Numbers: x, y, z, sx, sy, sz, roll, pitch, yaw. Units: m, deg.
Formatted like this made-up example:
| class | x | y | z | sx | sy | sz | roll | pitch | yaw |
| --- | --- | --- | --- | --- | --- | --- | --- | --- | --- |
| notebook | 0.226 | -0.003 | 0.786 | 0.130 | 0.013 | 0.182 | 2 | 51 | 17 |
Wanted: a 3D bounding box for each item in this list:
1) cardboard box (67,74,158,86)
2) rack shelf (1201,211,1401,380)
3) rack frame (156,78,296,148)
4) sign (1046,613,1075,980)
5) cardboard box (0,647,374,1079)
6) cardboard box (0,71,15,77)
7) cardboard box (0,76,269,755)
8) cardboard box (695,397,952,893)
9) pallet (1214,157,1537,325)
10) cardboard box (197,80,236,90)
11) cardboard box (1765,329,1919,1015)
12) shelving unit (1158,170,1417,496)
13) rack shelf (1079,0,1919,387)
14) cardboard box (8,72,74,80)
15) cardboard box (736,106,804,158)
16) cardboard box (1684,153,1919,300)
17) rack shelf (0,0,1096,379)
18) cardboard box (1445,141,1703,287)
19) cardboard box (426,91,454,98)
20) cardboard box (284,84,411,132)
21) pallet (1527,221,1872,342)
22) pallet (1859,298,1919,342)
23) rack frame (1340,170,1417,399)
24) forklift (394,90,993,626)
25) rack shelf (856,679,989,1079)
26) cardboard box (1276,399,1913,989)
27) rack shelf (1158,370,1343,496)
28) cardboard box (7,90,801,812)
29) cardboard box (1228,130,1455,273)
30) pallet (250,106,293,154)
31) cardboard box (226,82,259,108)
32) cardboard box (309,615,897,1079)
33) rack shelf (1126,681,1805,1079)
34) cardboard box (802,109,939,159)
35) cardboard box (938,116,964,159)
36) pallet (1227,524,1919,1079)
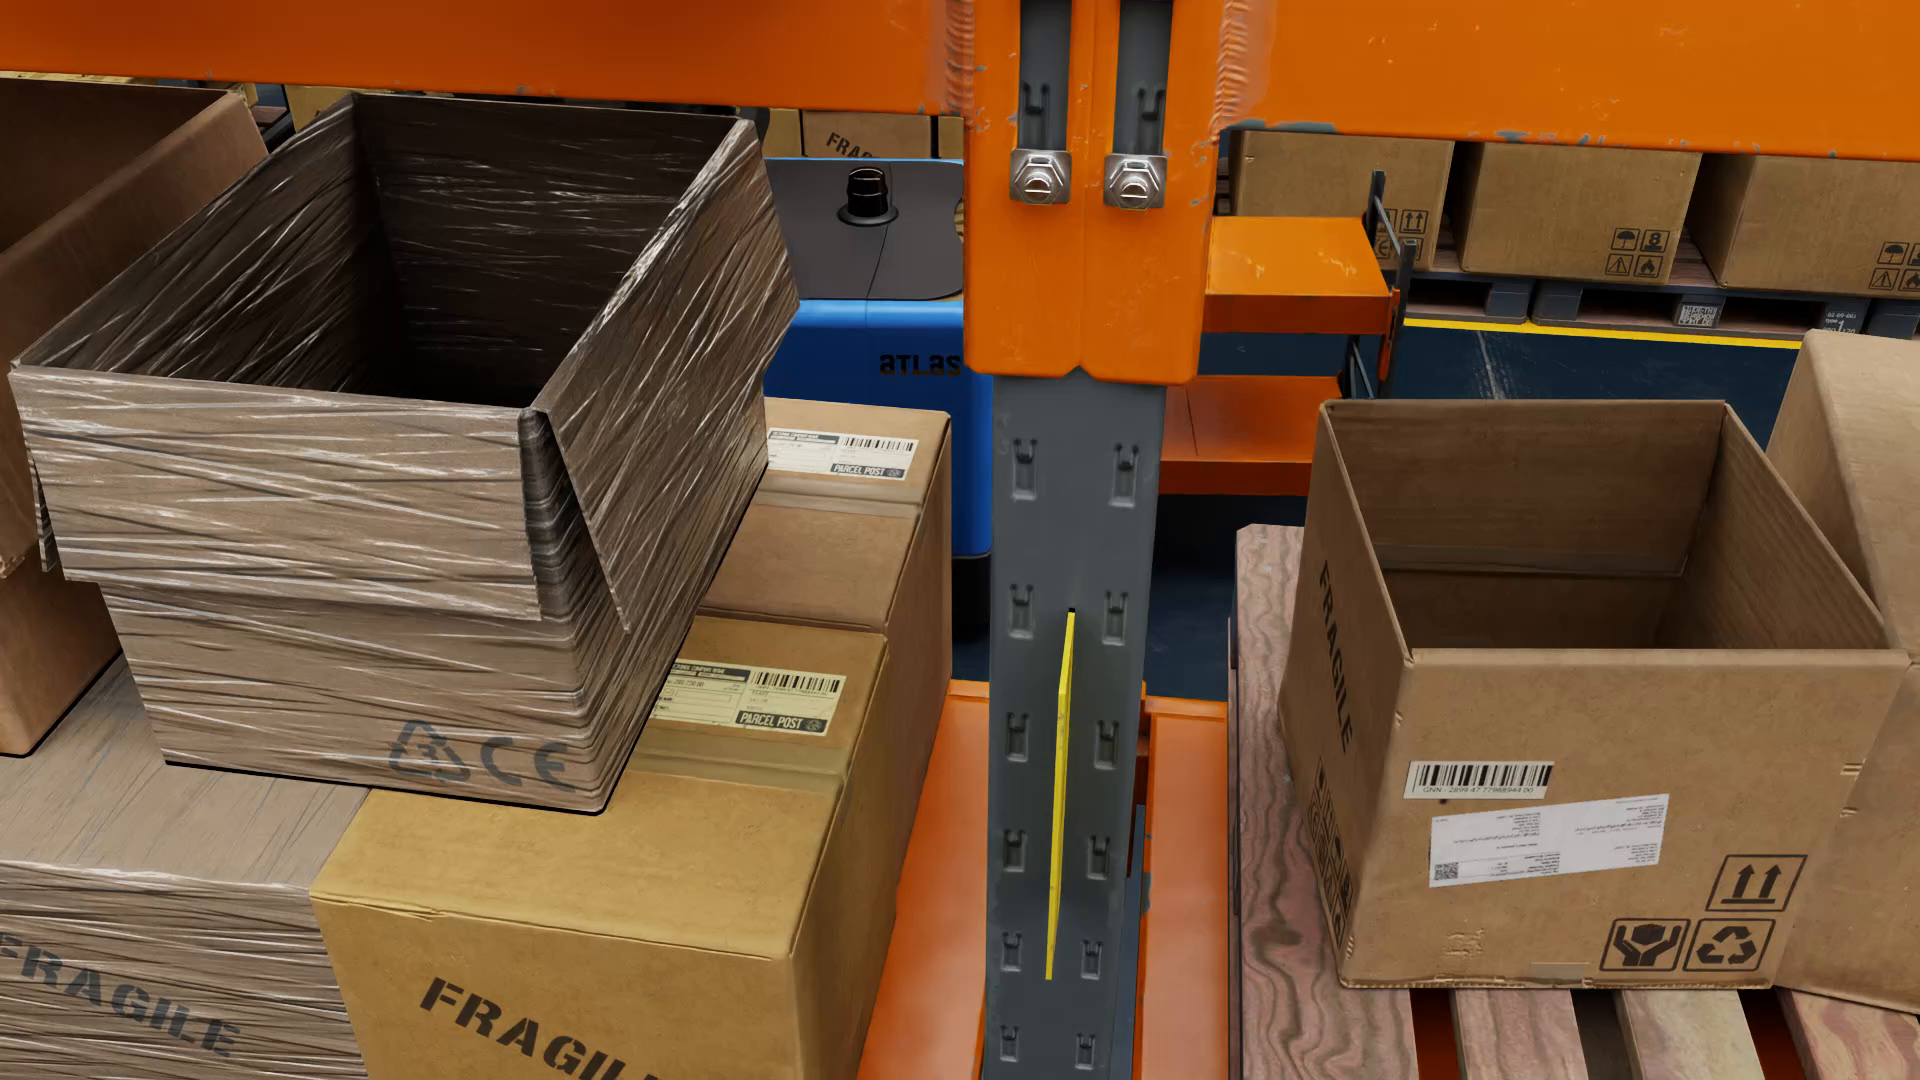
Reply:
| class | x | y | z | sx | sy | sz | roll | pitch | yaw |
| --- | --- | --- | --- | --- | --- | --- | --- | --- | --- |
| cardboard box | -3.472 | -1.908 | 6.921 | 0.250 | 0.149 | 0.380 | 5 | 36 | 7 |
| rack shelf | 0.696 | -0.715 | 4.780 | 1.000 | 0.278 | 0.538 | 1 | 36 | 1 |
| rack frame | -3.086 | -2.778 | 6.561 | 0.127 | 3.000 | 1.000 | 4 | 36 | 6 |
| sign | 0.082 | 0.217 | 1.368 | 0.005 | 0.325 | 0.100 | 4 | 36 | 6 |
| cardboard box | -0.865 | 0.393 | 2.031 | 0.500 | 0.500 | 0.500 | 4 | 36 | 6 |
| cardboard box | -3.978 | -1.918 | 6.936 | 0.250 | 0.149 | 0.380 | 4 | 36 | 6 |
| cardboard box | -1.220 | -0.194 | 1.991 | 0.637 | 0.503 | 0.797 | 5 | 36 | 7 |
| cardboard box | -0.298 | 0.134 | 2.393 | 0.500 | 0.500 | 0.500 | 5 | 36 | 7 |
| pallet | 1.654 | -1.246 | 6.814 | 1.213 | 0.211 | 1.003 | 4 | 36 | 6 |
| cardboard box | -3.405 | -2.121 | 7.477 | 0.250 | 0.149 | 0.380 | 6 | 36 | 8 |
| cardboard box | 1.257 | 0.157 | 2.001 | 0.500 | 0.500 | 0.700 | 9 | 37 | 13 |
| shelving unit | 0.696 | -0.477 | 4.950 | 1.048 | 1.125 | 0.538 | 1 | 36 | 1 |
| rack shelf | 2.133 | -0.412 | 1.283 | 4.000 | 0.370 | 1.077 | 4 | 36 | 6 |
| cardboard box | -3.731 | -1.904 | 6.916 | 0.250 | 0.149 | 0.380 | 5 | 36 | 7 |
| cardboard box | -0.846 | -1.604 | 6.706 | 0.500 | 0.500 | 0.500 | 3 | 36 | 4 |
| cardboard box | 3.265 | -1.509 | 6.358 | 0.750 | 0.750 | 1.050 | 4 | 36 | 6 |
| rack shelf | -1.834 | -0.708 | 1.697 | 4.000 | 0.370 | 1.077 | 4 | 36 | 6 |
| cardboard box | 2.342 | -1.578 | 6.454 | 0.750 | 0.750 | 1.050 | 5 | 36 | 7 |
| cardboard box | -1.862 | -1.686 | 6.821 | 0.500 | 0.500 | 0.500 | 6 | 36 | 8 |
| cardboard box | -2.387 | -1.724 | 6.874 | 0.500 | 0.500 | 0.500 | 6 | 36 | 8 |
| pallet | 2.860 | -1.154 | 6.685 | 1.213 | 0.211 | 1.003 | 4 | 36 | 6 |
| pallet | 4.074 | -1.065 | 6.561 | 1.213 | 0.211 | 1.003 | 4 | 36 | 6 |
| rack frame | 1.204 | -0.469 | 4.939 | 0.032 | 1.125 | 0.500 | 1 | 36 | 1 |
| forklift | -1.371 | -1.214 | 4.428 | 3.031 | 2.935 | 1.130 | 1 | 36 | 1 |
| rack shelf | -1.834 | 0.513 | 2.569 | 4.000 | 0.370 | 1.077 | 4 | 36 | 6 |
| cardboard box | 0.690 | 0.173 | 1.978 | 0.500 | 0.500 | 0.500 | 0 | 36 | 0 |
| rack shelf | 0.696 | -0.278 | 5.092 | 1.000 | 0.278 | 0.538 | 1 | 36 | 1 |
| cardboard box | -0.574 | -0.145 | 1.921 | 0.637 | 0.503 | 0.797 | 5 | 36 | 8 |
| cardboard box | 1.474 | -1.641 | 6.542 | 0.750 | 0.750 | 1.050 | 4 | 36 | 5 |
| pallet | -3.757 | -1.673 | 7.412 | 1.213 | 0.211 | 1.003 | 4 | 36 | 6 |
| cardboard box | -3.406 | -2.001 | 7.564 | 0.250 | 0.149 | 0.380 | 3 | 36 | 4 |
| cardboard box | -0.372 | 0.433 | 1.975 | 0.500 | 0.500 | 0.500 | 5 | 36 | 7 |
| rack shelf | 2.133 | 0.809 | 2.154 | 4.000 | 0.370 | 1.077 | 4 | 36 | 6 |
| cardboard box | -0.319 | -1.575 | 6.664 | 0.500 | 0.500 | 0.500 | 6 | 36 | 8 |
| cardboard box | 0.195 | -1.534 | 6.608 | 0.500 | 0.500 | 0.500 | 4 | 36 | 6 |
| pallet | 0.870 | 0.437 | 2.220 | 1.003 | 0.211 | 1.213 | 4 | 36 | 6 |
